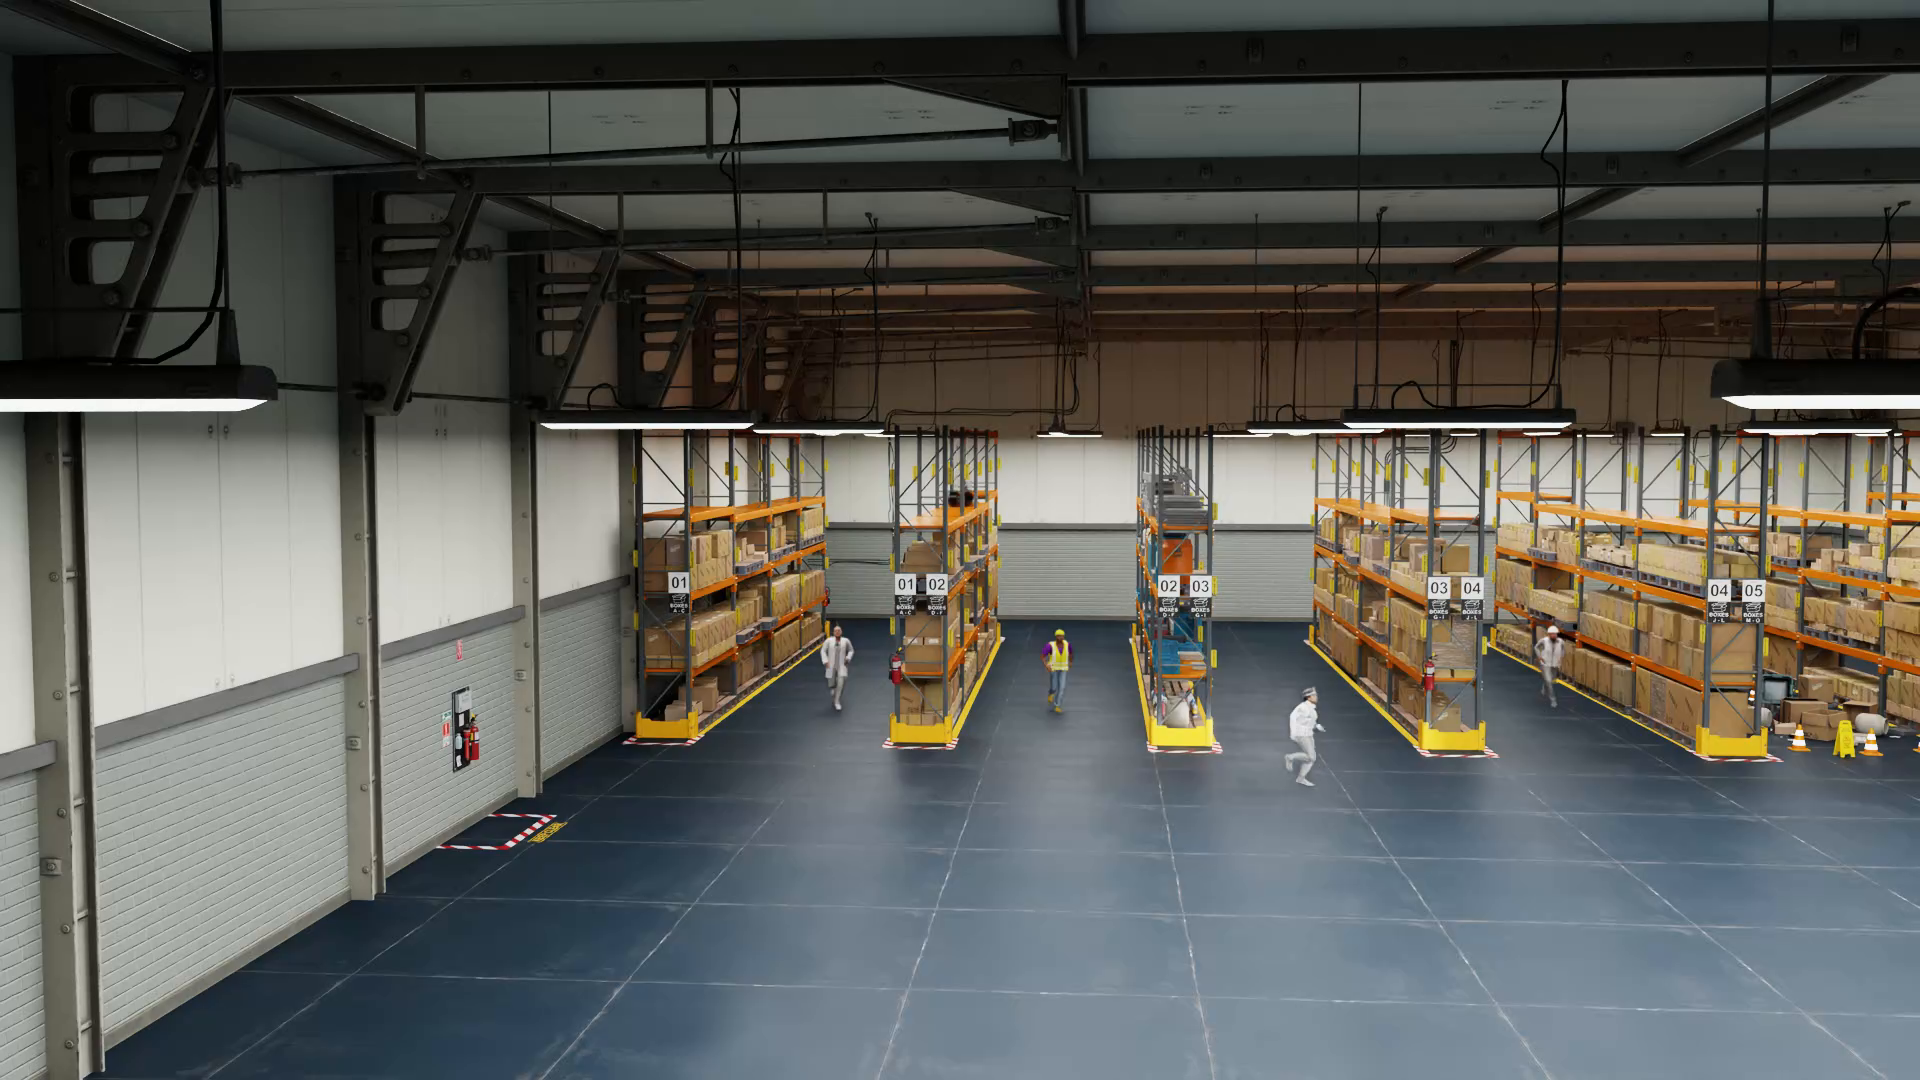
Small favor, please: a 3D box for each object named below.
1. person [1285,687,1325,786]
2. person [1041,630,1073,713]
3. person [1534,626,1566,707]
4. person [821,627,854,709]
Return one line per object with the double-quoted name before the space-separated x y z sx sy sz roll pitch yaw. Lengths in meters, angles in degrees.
"person" 5.736 3.259 27.653 0.642 1.646 0.653 2 4 33
"person" 2.071 2.751 35.227 0.726 1.740 0.772 -1 4 -13
"person" 12.766 2.711 36.058 0.664 1.759 0.930 0 3 6
"person" -2.637 2.725 35.730 0.712 1.741 0.818 0 3 -1
